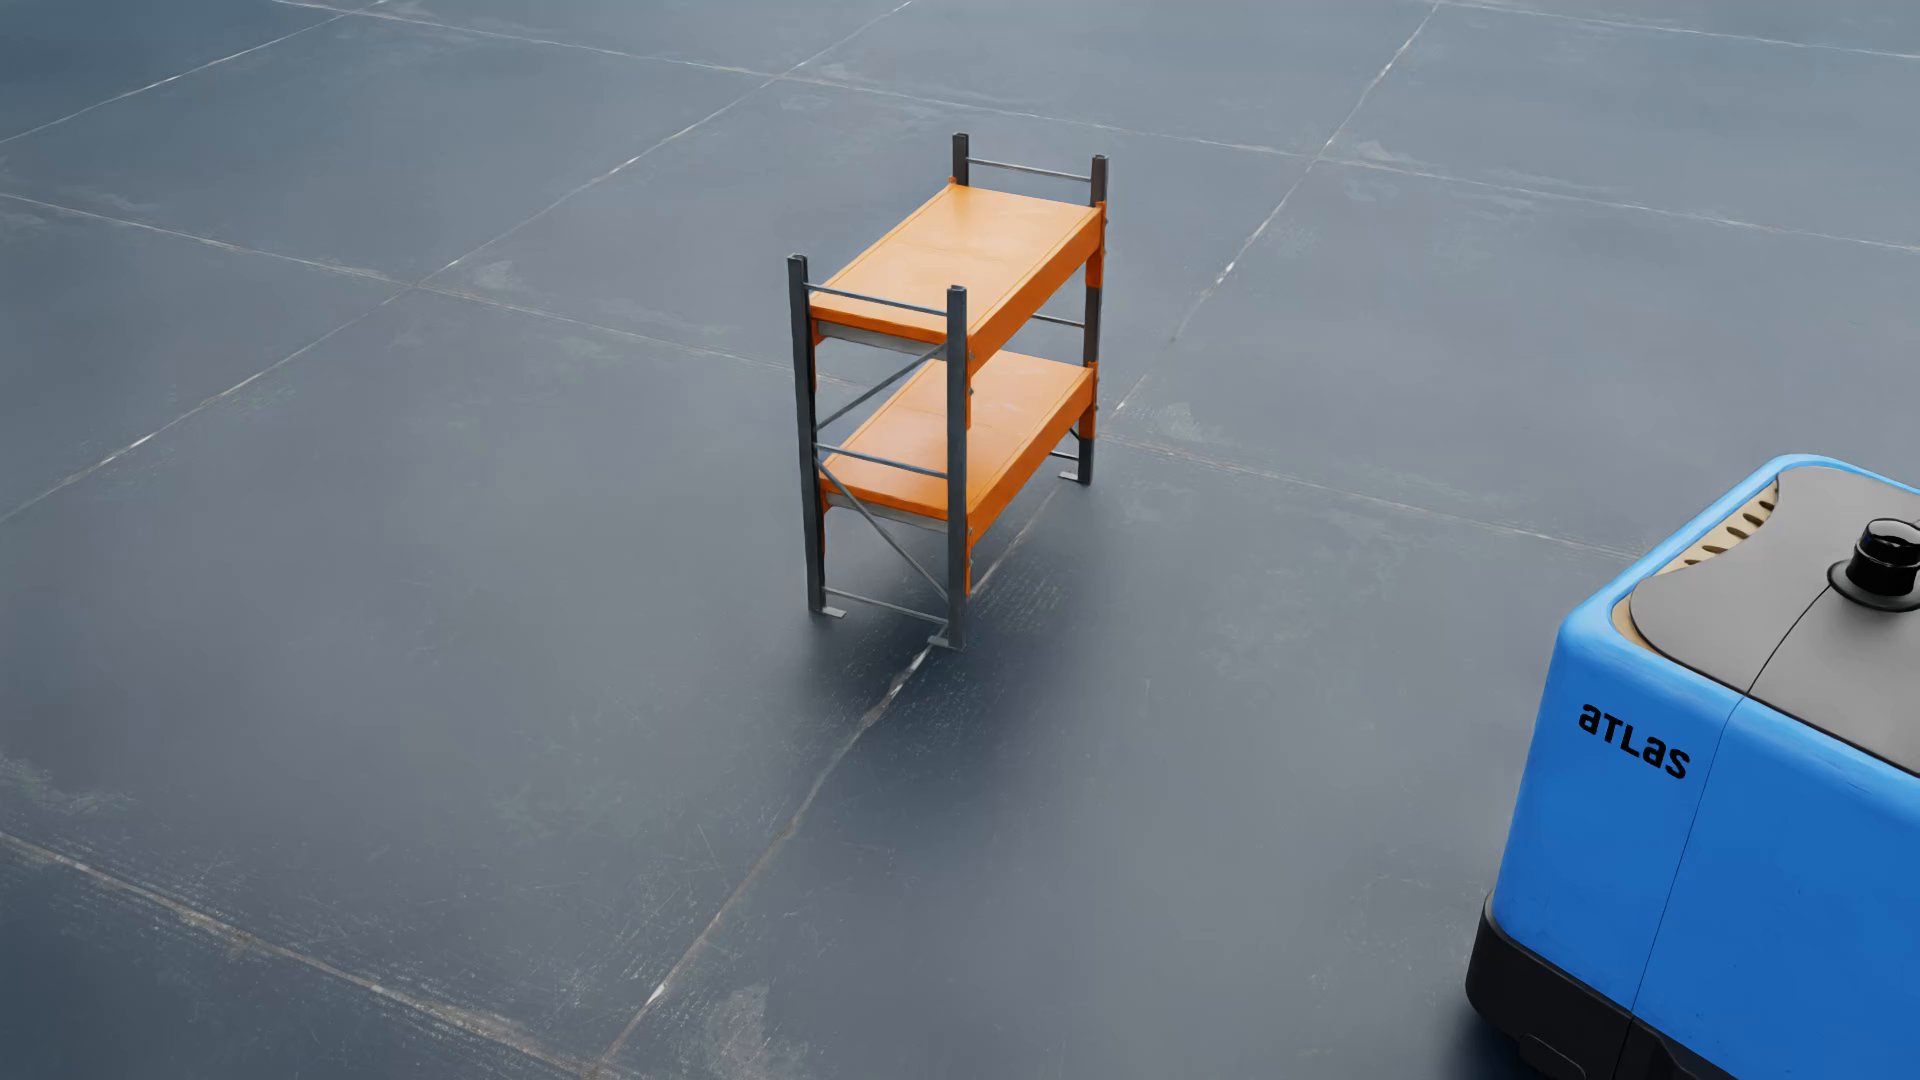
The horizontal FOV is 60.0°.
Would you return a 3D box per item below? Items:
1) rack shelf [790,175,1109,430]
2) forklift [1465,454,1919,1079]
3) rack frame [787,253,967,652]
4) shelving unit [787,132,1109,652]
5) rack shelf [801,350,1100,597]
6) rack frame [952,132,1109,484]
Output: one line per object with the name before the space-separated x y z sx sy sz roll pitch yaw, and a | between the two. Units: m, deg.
rack shelf | -0.003 -0.712 4.776 0.538 0.278 1.000 14 36 20
forklift | 2.471 0.233 2.222 1.130 2.935 3.031 -27 42 -35
rack frame | -0.216 -0.214 4.550 0.500 1.125 0.032 14 36 20
shelving unit | -0.003 -0.467 4.936 0.538 1.125 1.048 14 36 20
rack shelf | -0.003 -0.263 5.070 0.538 0.278 1.000 14 36 20
rack frame | 0.210 -0.720 5.323 0.500 1.125 0.032 14 36 20
